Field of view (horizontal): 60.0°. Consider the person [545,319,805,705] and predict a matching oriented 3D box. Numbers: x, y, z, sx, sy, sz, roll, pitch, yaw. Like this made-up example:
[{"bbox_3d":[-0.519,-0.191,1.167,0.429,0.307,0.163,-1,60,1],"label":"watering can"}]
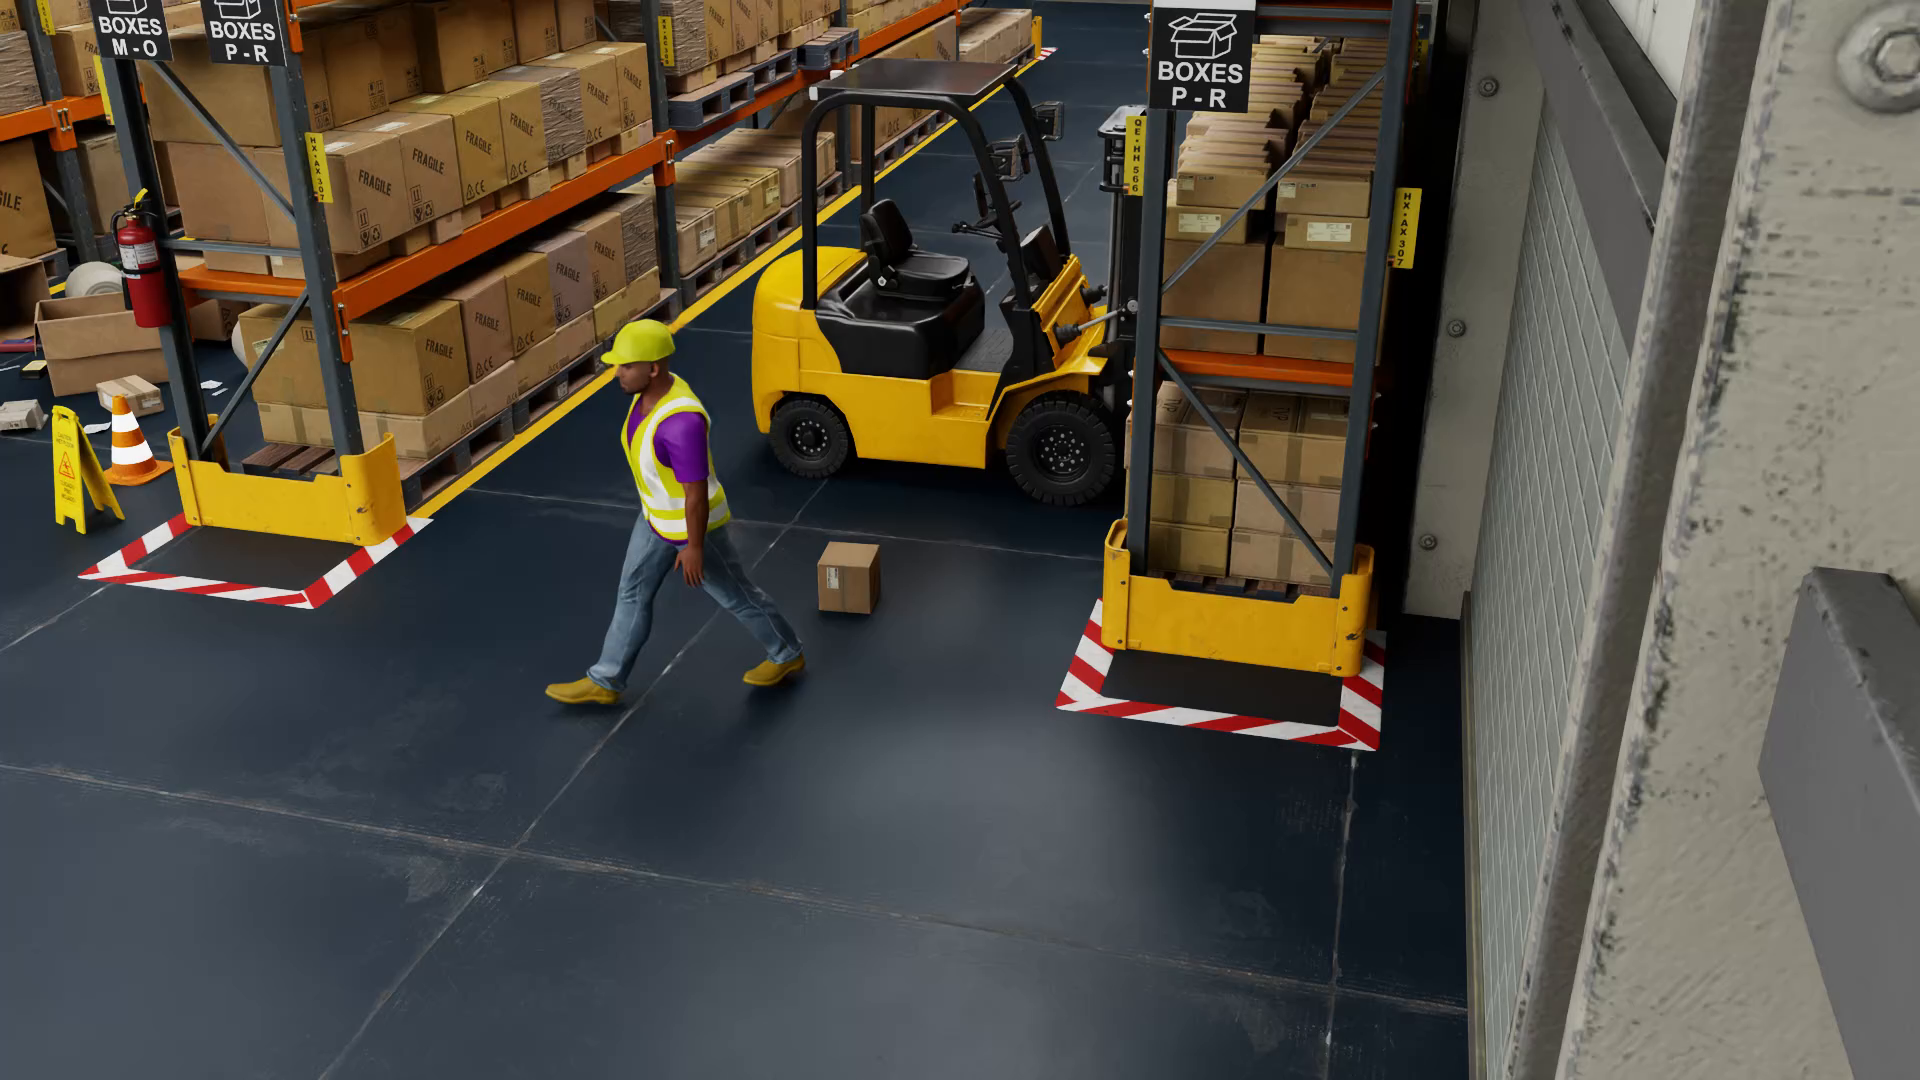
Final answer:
[{"bbox_3d":[-1.192,-0.095,6.814,1.084,1.693,0.480,-14,29,-27],"label":"person"}]
